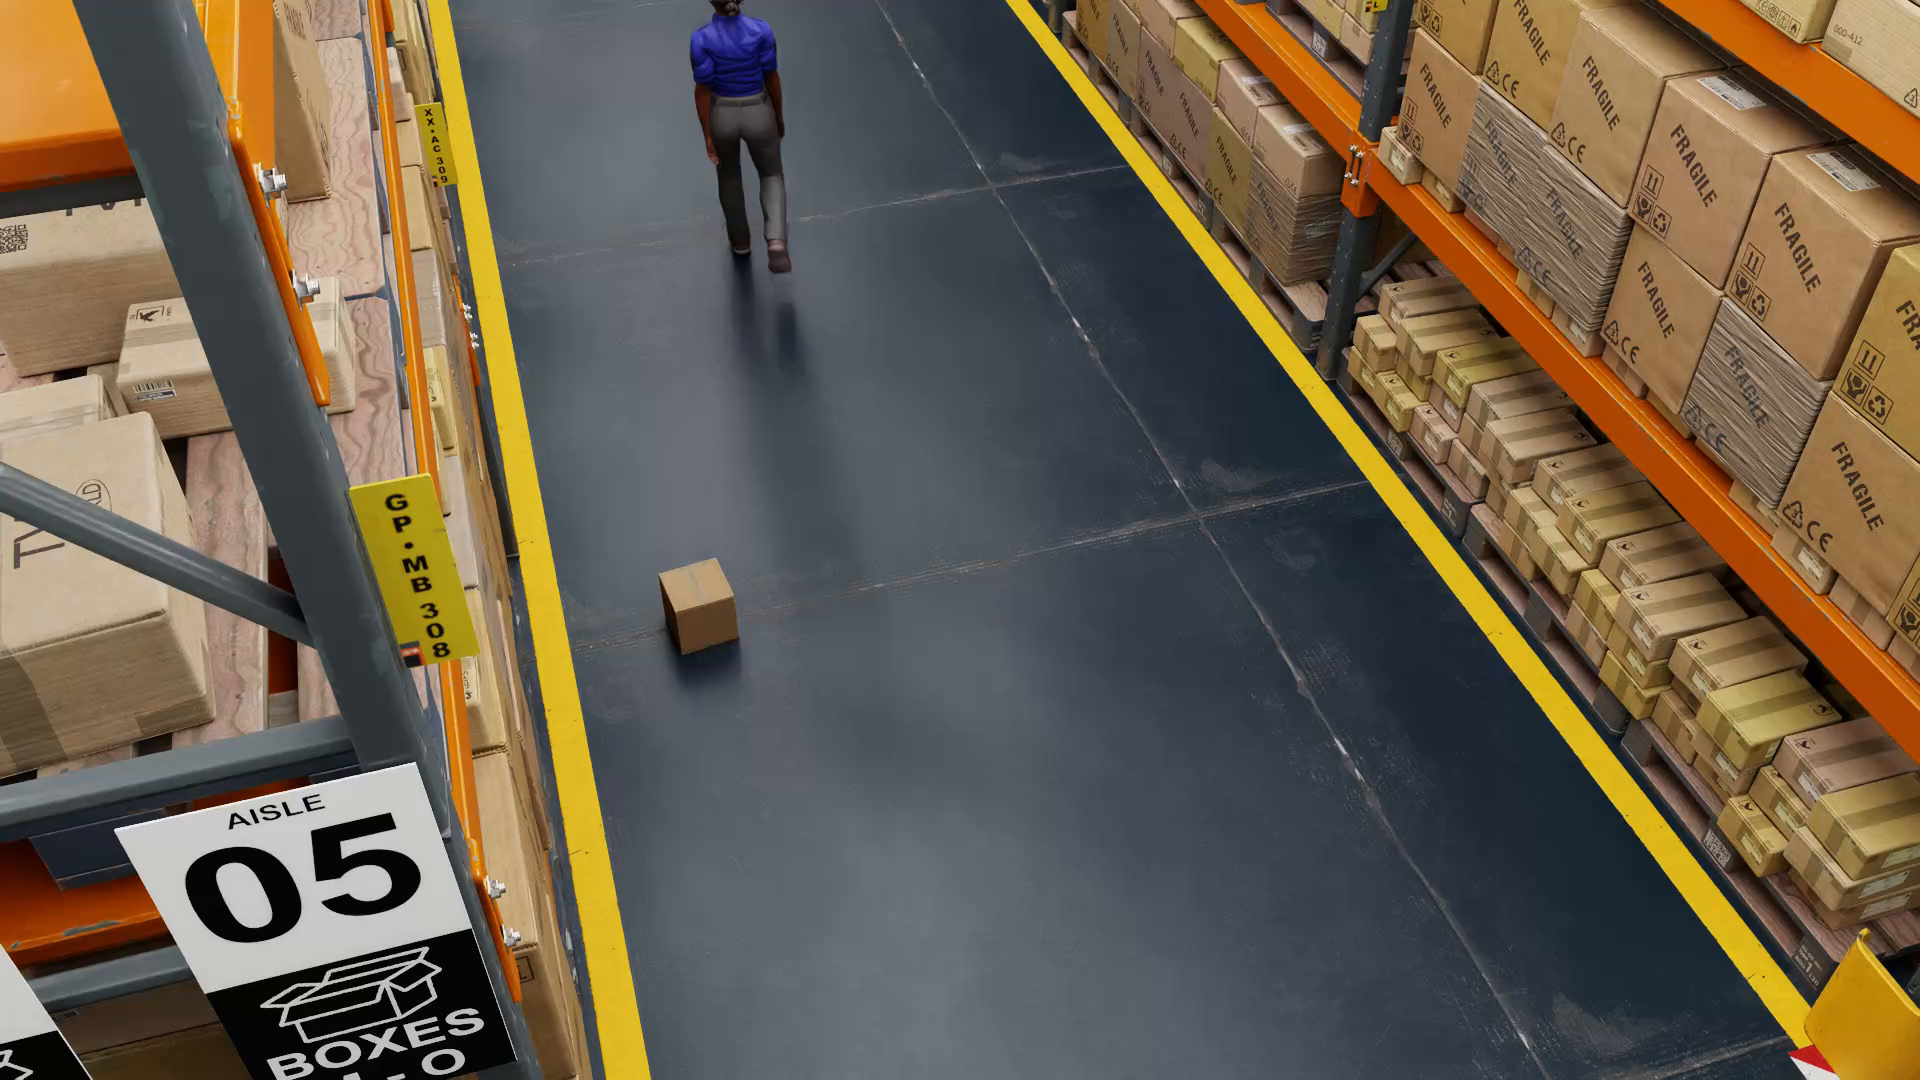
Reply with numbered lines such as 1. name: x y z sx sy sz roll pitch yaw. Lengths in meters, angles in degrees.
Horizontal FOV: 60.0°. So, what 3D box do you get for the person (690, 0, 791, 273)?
1. person: -1.103 -2.103 8.434 0.445 1.631 0.727 -8 43 -9
